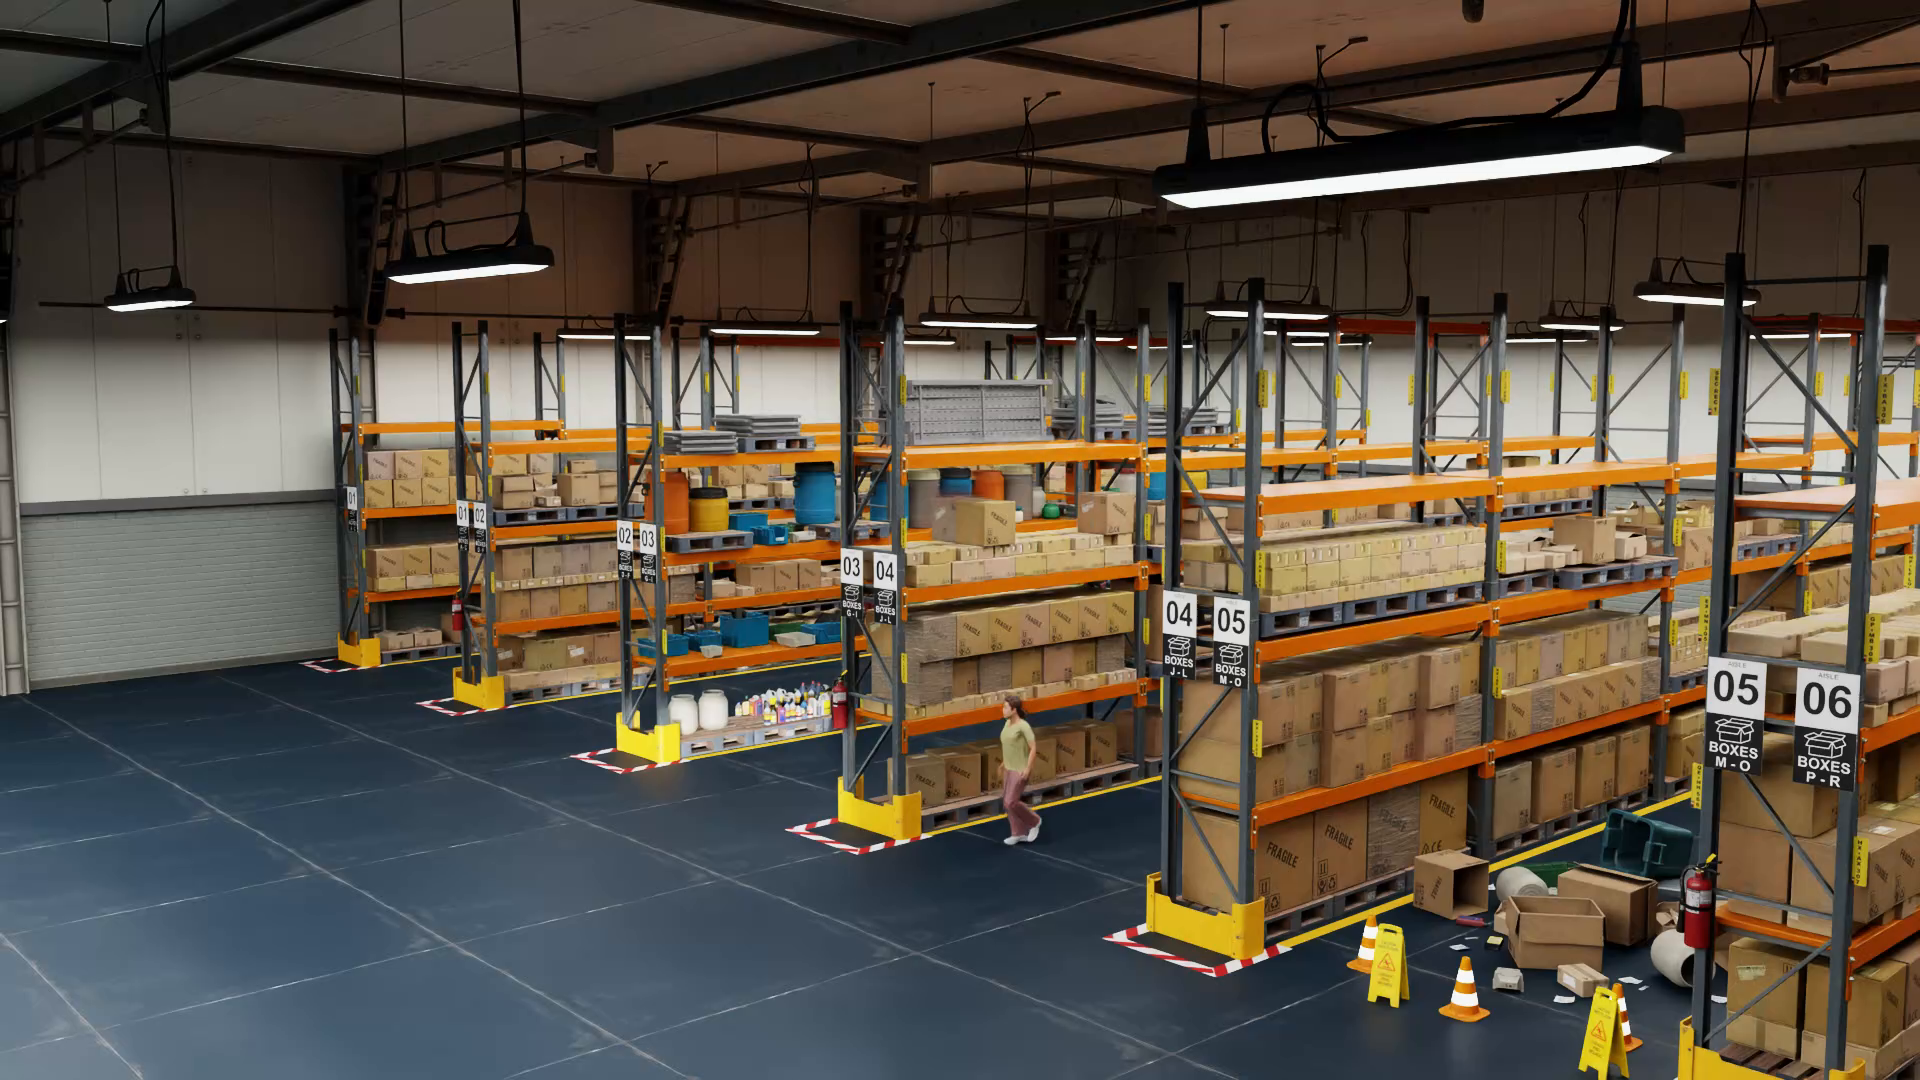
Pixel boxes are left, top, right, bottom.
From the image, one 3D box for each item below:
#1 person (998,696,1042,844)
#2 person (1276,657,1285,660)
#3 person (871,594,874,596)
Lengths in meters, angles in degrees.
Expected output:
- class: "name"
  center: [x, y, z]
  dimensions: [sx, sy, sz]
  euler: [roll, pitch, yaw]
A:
- class: "person"
  center: [0.677, 2.538, 18.368]
  dimensions: [0.502, 1.655, 0.545]
  euler: [-3, 6, -28]
- class: "person"
  center: [4.300, 2.210, 21.470]
  dimensions: [0.633, 1.686, 0.719]
  euler: [-4, 7, -32]
- class: "person"
  center: [-1.720, 0.975, 34.389]
  dimensions: [0.734, 1.601, 0.531]
  euler: [-3, 7, -30]
